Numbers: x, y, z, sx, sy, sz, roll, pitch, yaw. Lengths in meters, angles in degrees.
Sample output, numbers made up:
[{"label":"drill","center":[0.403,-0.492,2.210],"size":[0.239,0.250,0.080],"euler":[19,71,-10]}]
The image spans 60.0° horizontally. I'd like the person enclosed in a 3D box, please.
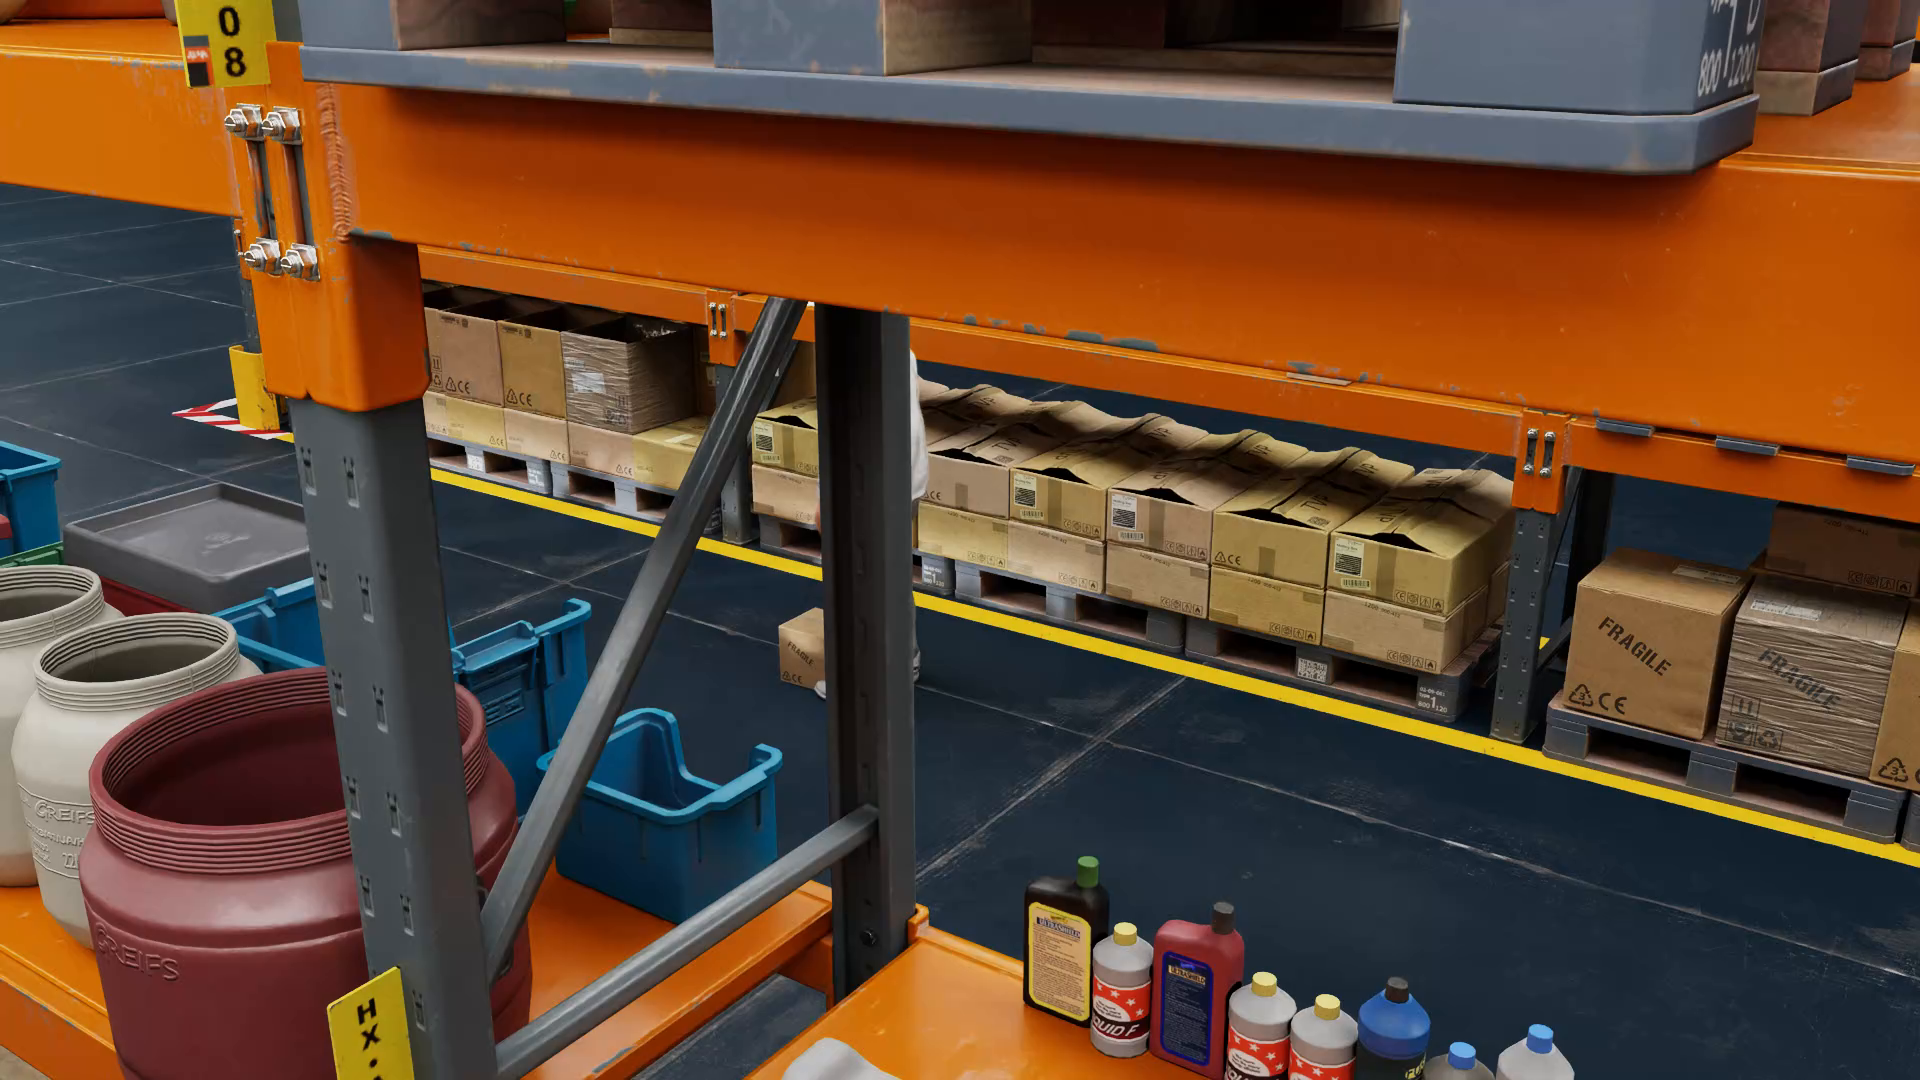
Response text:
[{"label":"person","center":[-0.369,-0.207,6.612],"size":[0.465,1.771,0.582],"euler":[13,23,32]}]
